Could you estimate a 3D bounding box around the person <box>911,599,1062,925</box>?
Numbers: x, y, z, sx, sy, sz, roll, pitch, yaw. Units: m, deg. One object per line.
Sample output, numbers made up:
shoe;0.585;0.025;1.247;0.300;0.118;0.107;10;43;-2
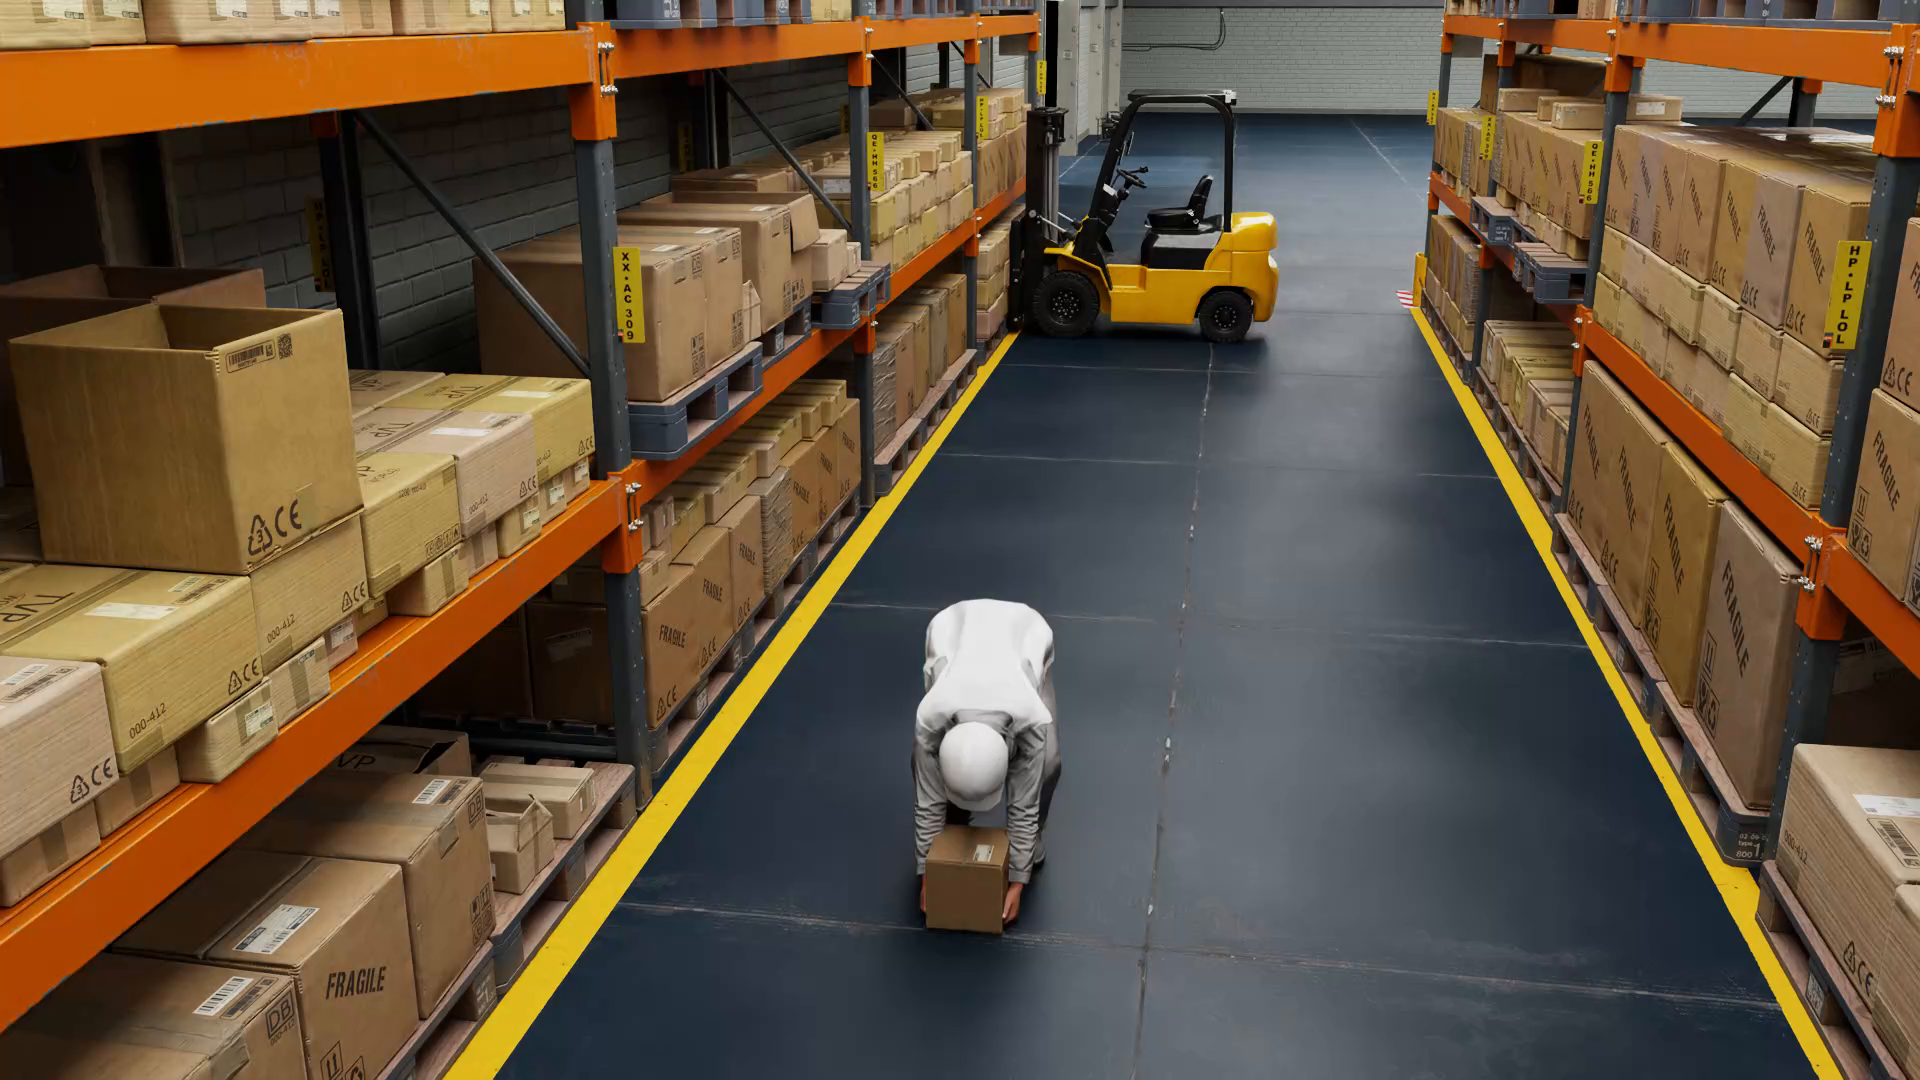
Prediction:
person;0.085;0.725;5.644;0.519;0.923;0.999;2;18;6
